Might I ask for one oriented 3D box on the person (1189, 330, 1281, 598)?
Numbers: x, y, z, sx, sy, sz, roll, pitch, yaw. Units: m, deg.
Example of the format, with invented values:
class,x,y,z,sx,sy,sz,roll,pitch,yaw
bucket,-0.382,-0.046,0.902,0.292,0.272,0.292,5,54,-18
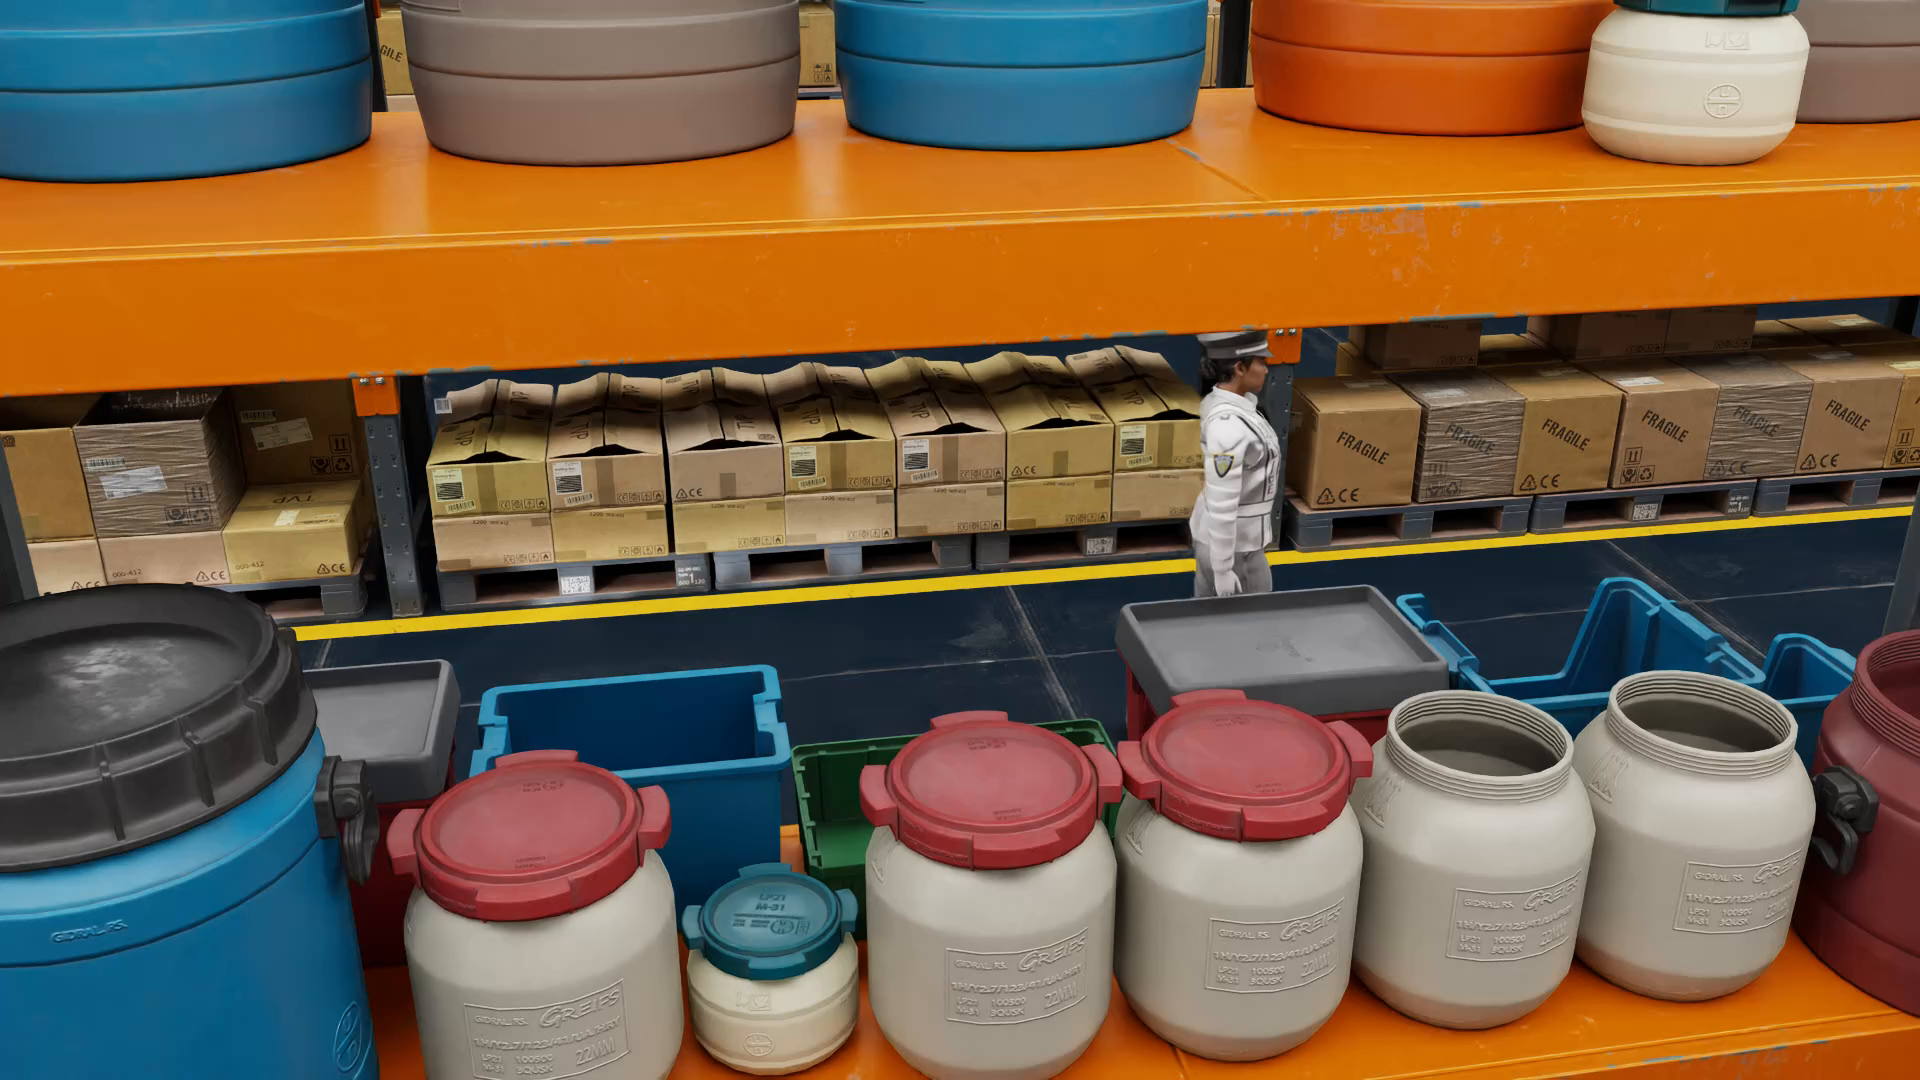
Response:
class,x,y,z,sx,sy,sz,roll,pitch,yaw
person,1.016,0.017,6.036,0.669,1.663,0.518,2,24,4
